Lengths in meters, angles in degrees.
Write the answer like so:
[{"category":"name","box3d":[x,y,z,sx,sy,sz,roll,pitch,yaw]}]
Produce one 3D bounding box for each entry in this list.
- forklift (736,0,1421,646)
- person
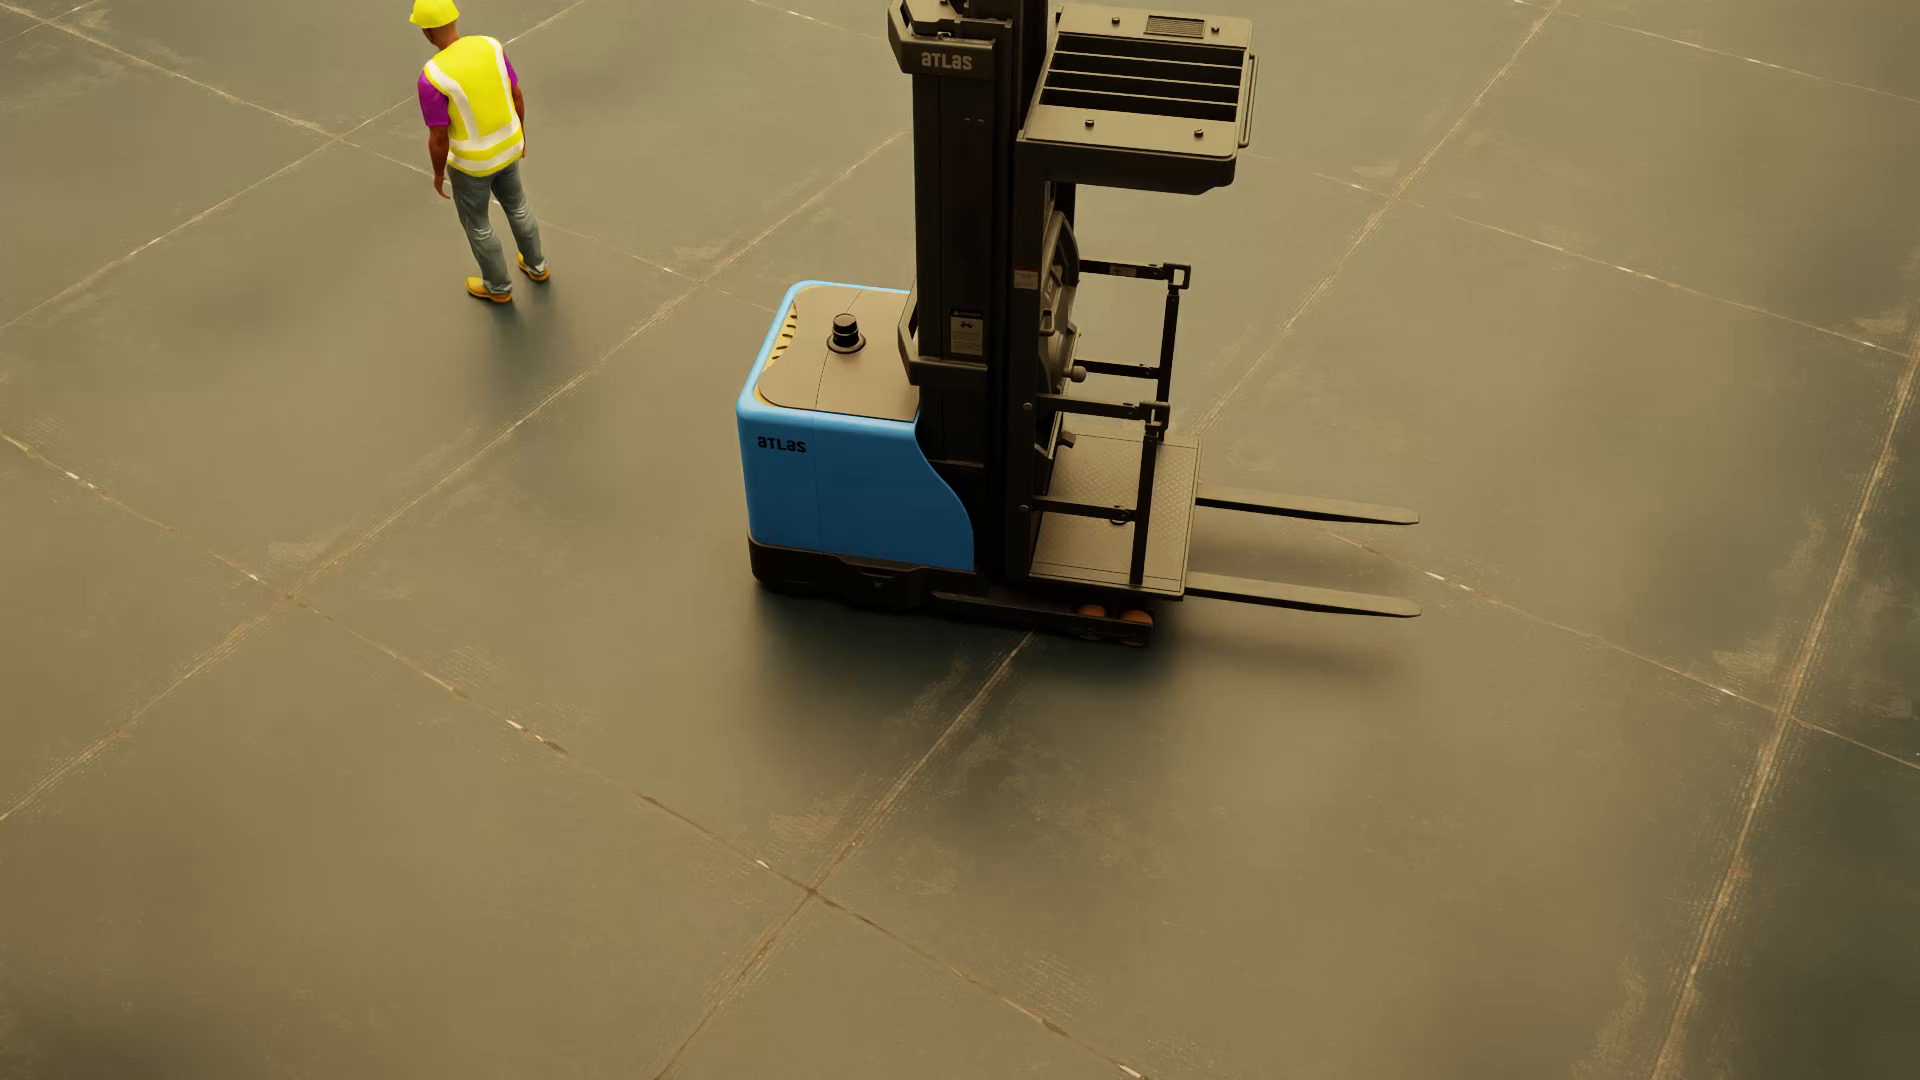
[{"category":"forklift","box3d":[0.598,-0.987,6.890,3.031,2.935,1.130,7,44,8]},{"category":"person","box3d":[-2.579,-2.086,8.903,0.461,1.759,0.628,28,50,27]}]
